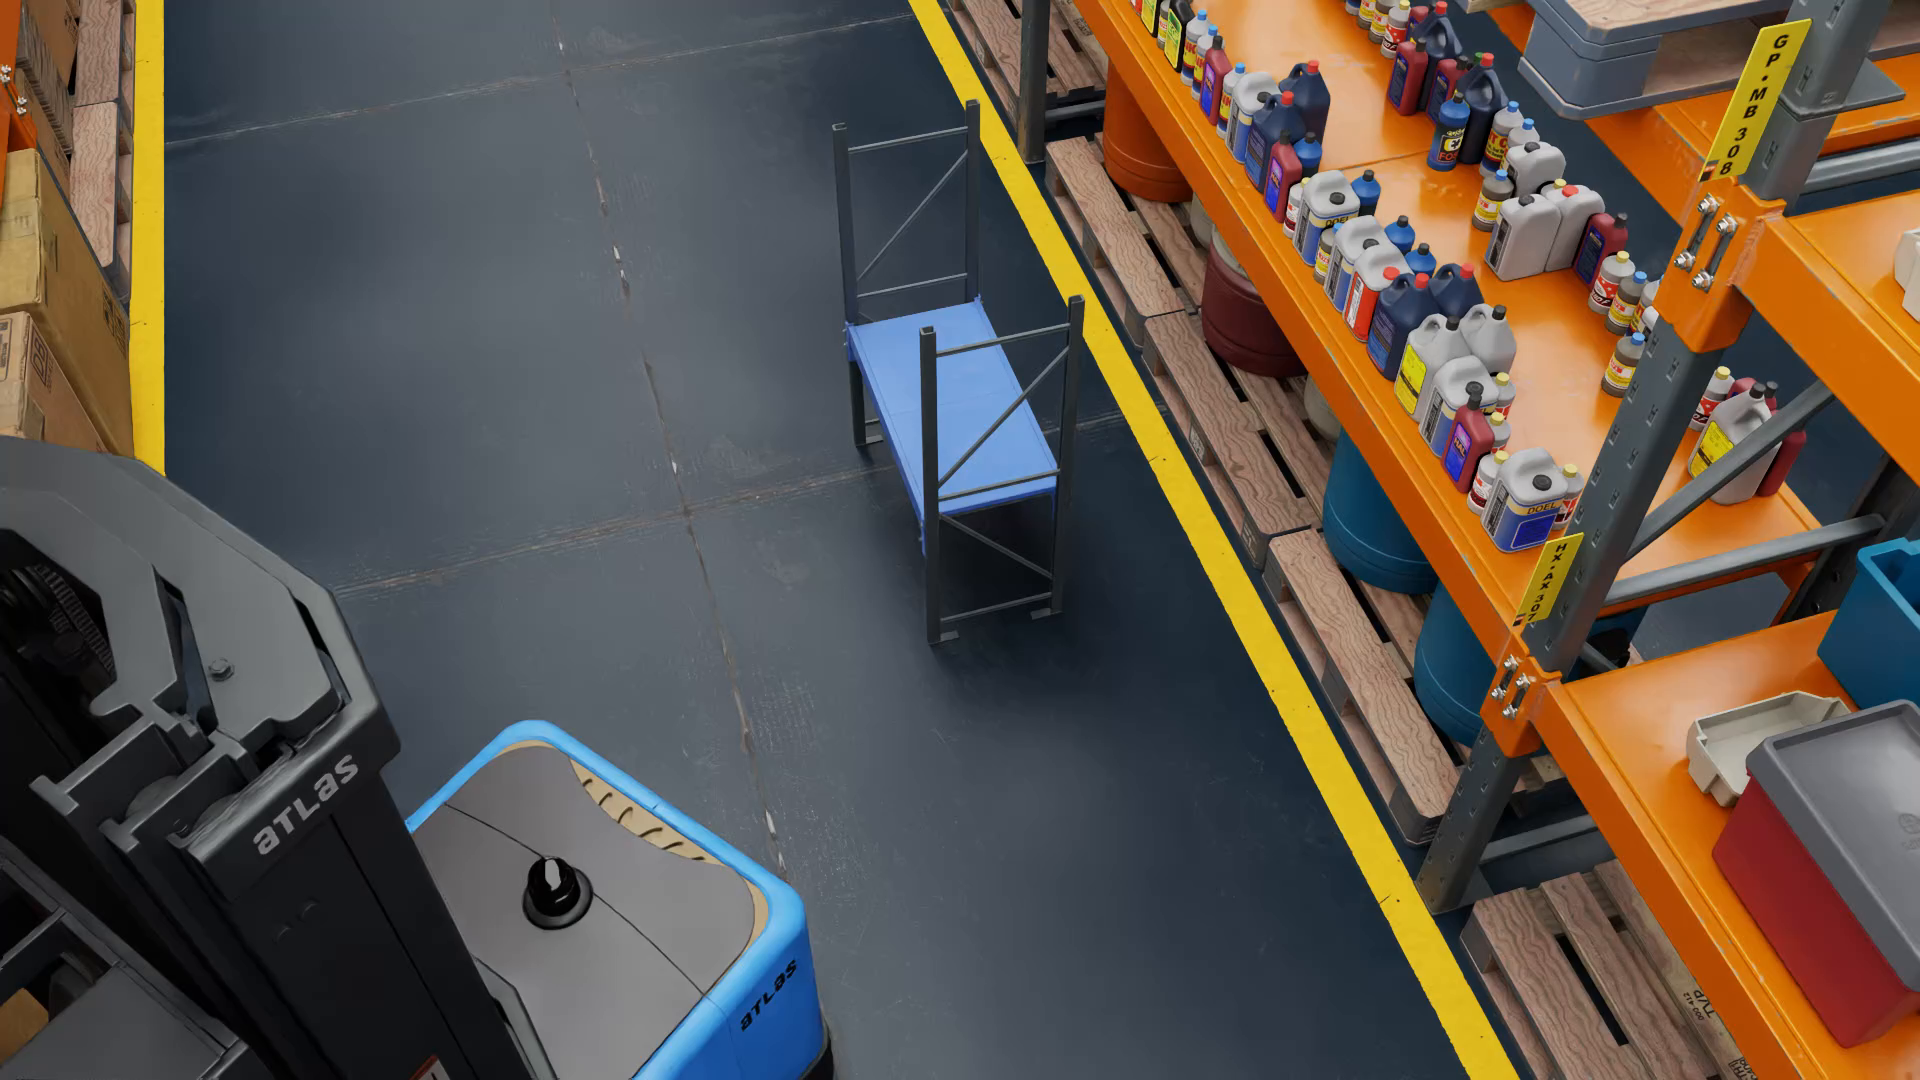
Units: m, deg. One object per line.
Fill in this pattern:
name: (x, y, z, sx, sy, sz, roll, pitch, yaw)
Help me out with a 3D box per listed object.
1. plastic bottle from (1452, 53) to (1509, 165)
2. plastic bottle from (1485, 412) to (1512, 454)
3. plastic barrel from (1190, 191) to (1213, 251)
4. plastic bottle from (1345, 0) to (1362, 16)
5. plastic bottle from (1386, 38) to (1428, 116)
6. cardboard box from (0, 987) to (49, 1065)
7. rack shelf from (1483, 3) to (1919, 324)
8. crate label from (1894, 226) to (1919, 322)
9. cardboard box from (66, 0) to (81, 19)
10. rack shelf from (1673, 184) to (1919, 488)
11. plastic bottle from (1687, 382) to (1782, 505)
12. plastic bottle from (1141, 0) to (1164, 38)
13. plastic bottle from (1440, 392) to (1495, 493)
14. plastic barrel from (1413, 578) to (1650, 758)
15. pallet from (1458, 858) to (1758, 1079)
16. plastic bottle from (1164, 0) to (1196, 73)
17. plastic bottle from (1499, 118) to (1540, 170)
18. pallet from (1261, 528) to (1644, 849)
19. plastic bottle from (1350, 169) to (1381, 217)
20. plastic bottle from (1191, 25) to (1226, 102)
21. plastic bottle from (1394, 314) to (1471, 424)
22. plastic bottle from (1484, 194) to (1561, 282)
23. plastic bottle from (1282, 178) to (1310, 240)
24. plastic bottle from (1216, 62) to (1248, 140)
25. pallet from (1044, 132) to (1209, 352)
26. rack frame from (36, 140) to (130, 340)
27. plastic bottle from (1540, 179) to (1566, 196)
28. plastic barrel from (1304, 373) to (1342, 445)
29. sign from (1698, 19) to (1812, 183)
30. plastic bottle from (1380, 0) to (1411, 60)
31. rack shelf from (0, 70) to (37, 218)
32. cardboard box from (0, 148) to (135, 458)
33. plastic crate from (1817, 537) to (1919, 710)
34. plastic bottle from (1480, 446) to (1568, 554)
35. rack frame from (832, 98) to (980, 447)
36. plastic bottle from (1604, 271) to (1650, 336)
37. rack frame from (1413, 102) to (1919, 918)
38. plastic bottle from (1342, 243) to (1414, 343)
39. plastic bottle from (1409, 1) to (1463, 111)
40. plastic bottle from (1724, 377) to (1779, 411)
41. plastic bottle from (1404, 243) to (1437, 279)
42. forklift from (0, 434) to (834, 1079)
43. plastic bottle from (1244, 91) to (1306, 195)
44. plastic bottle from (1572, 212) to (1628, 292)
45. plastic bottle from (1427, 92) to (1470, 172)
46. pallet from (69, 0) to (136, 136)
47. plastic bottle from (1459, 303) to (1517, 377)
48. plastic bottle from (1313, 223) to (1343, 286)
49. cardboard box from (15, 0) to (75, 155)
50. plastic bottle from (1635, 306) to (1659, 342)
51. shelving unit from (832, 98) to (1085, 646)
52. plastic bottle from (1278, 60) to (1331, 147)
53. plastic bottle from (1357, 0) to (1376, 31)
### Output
plastic bottle: (1.730, -1.448, 5.541, 0.144, 0.351, 0.185, -13, 51, -11)
plastic bottle: (1.479, -0.275, 4.650, 0.097, 0.201, 0.097, 0, 50, 0)
plastic barrel: (1.177, -1.444, 6.858, 0.421, 0.512, 0.421, 0, 50, 0)
plastic bottle: (1.490, -2.074, 6.121, 0.097, 0.271, 0.097, 0, 50, 0)
plastic bottle: (1.545, -1.617, 5.728, 0.061, 0.283, 0.133, -13, 51, -11)
cardboard box: (-2.994, 1.272, 4.331, 1.225, 0.875, 0.875, -13, 51, -11)
rack shelf: (1.355, -2.130, 4.593, 1.077, 0.370, 4.000, -13, 51, -11)
crate label: (1.815, -0.394, 2.830, 0.293, 0.136, 0.466, -13, 51, -11)
cardboard box: (-4.701, -2.779, 7.978, 0.700, 0.500, 0.500, -17, 52, -14)
rack shelf: (2.538, 0.791, 2.130, 1.077, 0.370, 4.000, -13, 51, -11)
plastic bottle: (2.140, -0.278, 4.555, 0.144, 0.351, 0.185, -13, 51, -11)
plastic bottle: (0.715, -1.983, 6.036, 0.061, 0.283, 0.133, -13, 51, -11)
plastic bottle: (1.409, -0.270, 4.592, 0.061, 0.283, 0.133, -13, 51, -11)
plastic barrel: (1.801, 0.205, 5.213, 0.600, 0.901, 0.708, -13, 51, -11)
pallet: (2.201, 1.493, 4.854, 1.003, 0.211, 1.213, -13, 51, -11)
plastic bottle: (0.783, -1.815, 5.894, 0.061, 0.283, 0.133, -13, 51, -11)
plastic bottle: (1.823, -1.254, 5.429, 0.097, 0.271, 0.097, 0, 50, 0)
pallet: (1.758, 0.391, 5.782, 1.003, 0.211, 1.213, -13, 51, -11)
plastic bottle: (1.269, -1.052, 5.259, 0.097, 0.271, 0.097, 0, 50, 0)
plastic bottle: (0.864, -1.659, 5.771, 0.097, 0.271, 0.097, 0, 50, 0)
plastic bottle: (1.362, -0.516, 4.755, 0.144, 0.351, 0.185, -13, 51, -11)
plastic bottle: (1.754, -0.961, 5.179, 0.152, 0.276, 0.135, -13, 51, -11)
plastic bottle: (1.095, -1.067, 5.317, 0.097, 0.201, 0.097, 0, 50, 0)
plastic bottle: (0.932, -1.491, 5.629, 0.097, 0.271, 0.097, 0, 50, 0)
pallet: (1.036, -1.391, 7.284, 1.003, 0.211, 1.213, -13, 51, -11)
rack frame: (-3.968, -1.736, 5.752, 1.000, 3.000, 0.127, -13, 51, -11)
plastic bottle: (1.891, -1.062, 5.313, 0.097, 0.201, 0.097, 0, 50, 0)
plastic barrel: (1.510, -0.619, 6.162, 0.421, 0.512, 0.421, 0, 50, 0)
sign: (1.420, -0.781, 2.979, 0.100, 0.325, 0.005, -13, 51, -11)
plastic bottle: (1.577, -1.838, 5.968, 0.097, 0.201, 0.097, 0, 50, 0)
rack shelf: (-3.377, -0.043, 4.795, 1.077, 0.370, 4.000, -13, 51, -11)
cardboard box: (-3.784, -0.678, 5.975, 1.225, 0.875, 0.875, -15, 52, -13)
plastic crate: (2.410, 0.315, 3.994, 0.392, 0.384, 0.575, -13, 51, -11)
plastic bottle: (1.521, -0.109, 4.461, 0.152, 0.276, 0.135, -13, 51, -11)
rack frame: (-0.176, -0.917, 6.042, 0.500, 1.500, 0.032, -13, 51, -11)
plastic bottle: (2.028, -0.724, 5.028, 0.097, 0.201, 0.097, 0, 50, 0)
rack frame: (1.946, 0.066, 4.233, 1.000, 3.000, 0.127, -13, 51, -11)
plastic bottle: (1.264, -0.744, 4.997, 0.152, 0.276, 0.135, -13, 51, -11)
plastic bottle: (1.636, -1.681, 5.737, 0.144, 0.351, 0.185, -13, 51, -11)
plastic bottle: (2.206, -0.359, 4.667, 0.061, 0.283, 0.133, -13, 51, -11)
plastic bottle: (1.377, -0.785, 5.034, 0.097, 0.271, 0.097, 0, 50, 0)
forklift: (-1.638, 1.334, 3.208, 1.130, 2.935, 3.031, 29, 56, 22)
plastic bottle: (1.036, -1.320, 5.434, 0.144, 0.351, 0.185, -13, 51, -11)
plastic bottle: (1.983, -0.910, 5.131, 0.061, 0.283, 0.133, -13, 51, -11)
plastic bottle: (1.627, -1.363, 5.522, 0.097, 0.271, 0.097, 0, 50, 0)
pallet: (-4.555, -2.298, 8.049, 1.003, 0.211, 1.213, -13, 51, -11)
plastic bottle: (1.499, -0.549, 4.783, 0.144, 0.351, 0.185, -13, 51, -11)
plastic bottle: (1.163, -0.897, 5.174, 0.097, 0.201, 0.097, 0, 50, 0)
cardboard box: (-4.362, -1.959, 7.287, 0.700, 0.500, 0.500, -17, 52, -14)
plastic bottle: (2.065, -0.586, 4.863, 0.152, 0.276, 0.135, -13, 51, -11)
shelving unit: (-0.025, -0.546, 5.729, 0.538, 1.500, 1.048, -13, 51, -11)
plastic bottle: (1.141, -1.453, 5.545, 0.144, 0.351, 0.185, -13, 51, -11)
plastic bottle: (1.519, -1.980, 6.088, 0.097, 0.201, 0.097, 0, 50, 0)
